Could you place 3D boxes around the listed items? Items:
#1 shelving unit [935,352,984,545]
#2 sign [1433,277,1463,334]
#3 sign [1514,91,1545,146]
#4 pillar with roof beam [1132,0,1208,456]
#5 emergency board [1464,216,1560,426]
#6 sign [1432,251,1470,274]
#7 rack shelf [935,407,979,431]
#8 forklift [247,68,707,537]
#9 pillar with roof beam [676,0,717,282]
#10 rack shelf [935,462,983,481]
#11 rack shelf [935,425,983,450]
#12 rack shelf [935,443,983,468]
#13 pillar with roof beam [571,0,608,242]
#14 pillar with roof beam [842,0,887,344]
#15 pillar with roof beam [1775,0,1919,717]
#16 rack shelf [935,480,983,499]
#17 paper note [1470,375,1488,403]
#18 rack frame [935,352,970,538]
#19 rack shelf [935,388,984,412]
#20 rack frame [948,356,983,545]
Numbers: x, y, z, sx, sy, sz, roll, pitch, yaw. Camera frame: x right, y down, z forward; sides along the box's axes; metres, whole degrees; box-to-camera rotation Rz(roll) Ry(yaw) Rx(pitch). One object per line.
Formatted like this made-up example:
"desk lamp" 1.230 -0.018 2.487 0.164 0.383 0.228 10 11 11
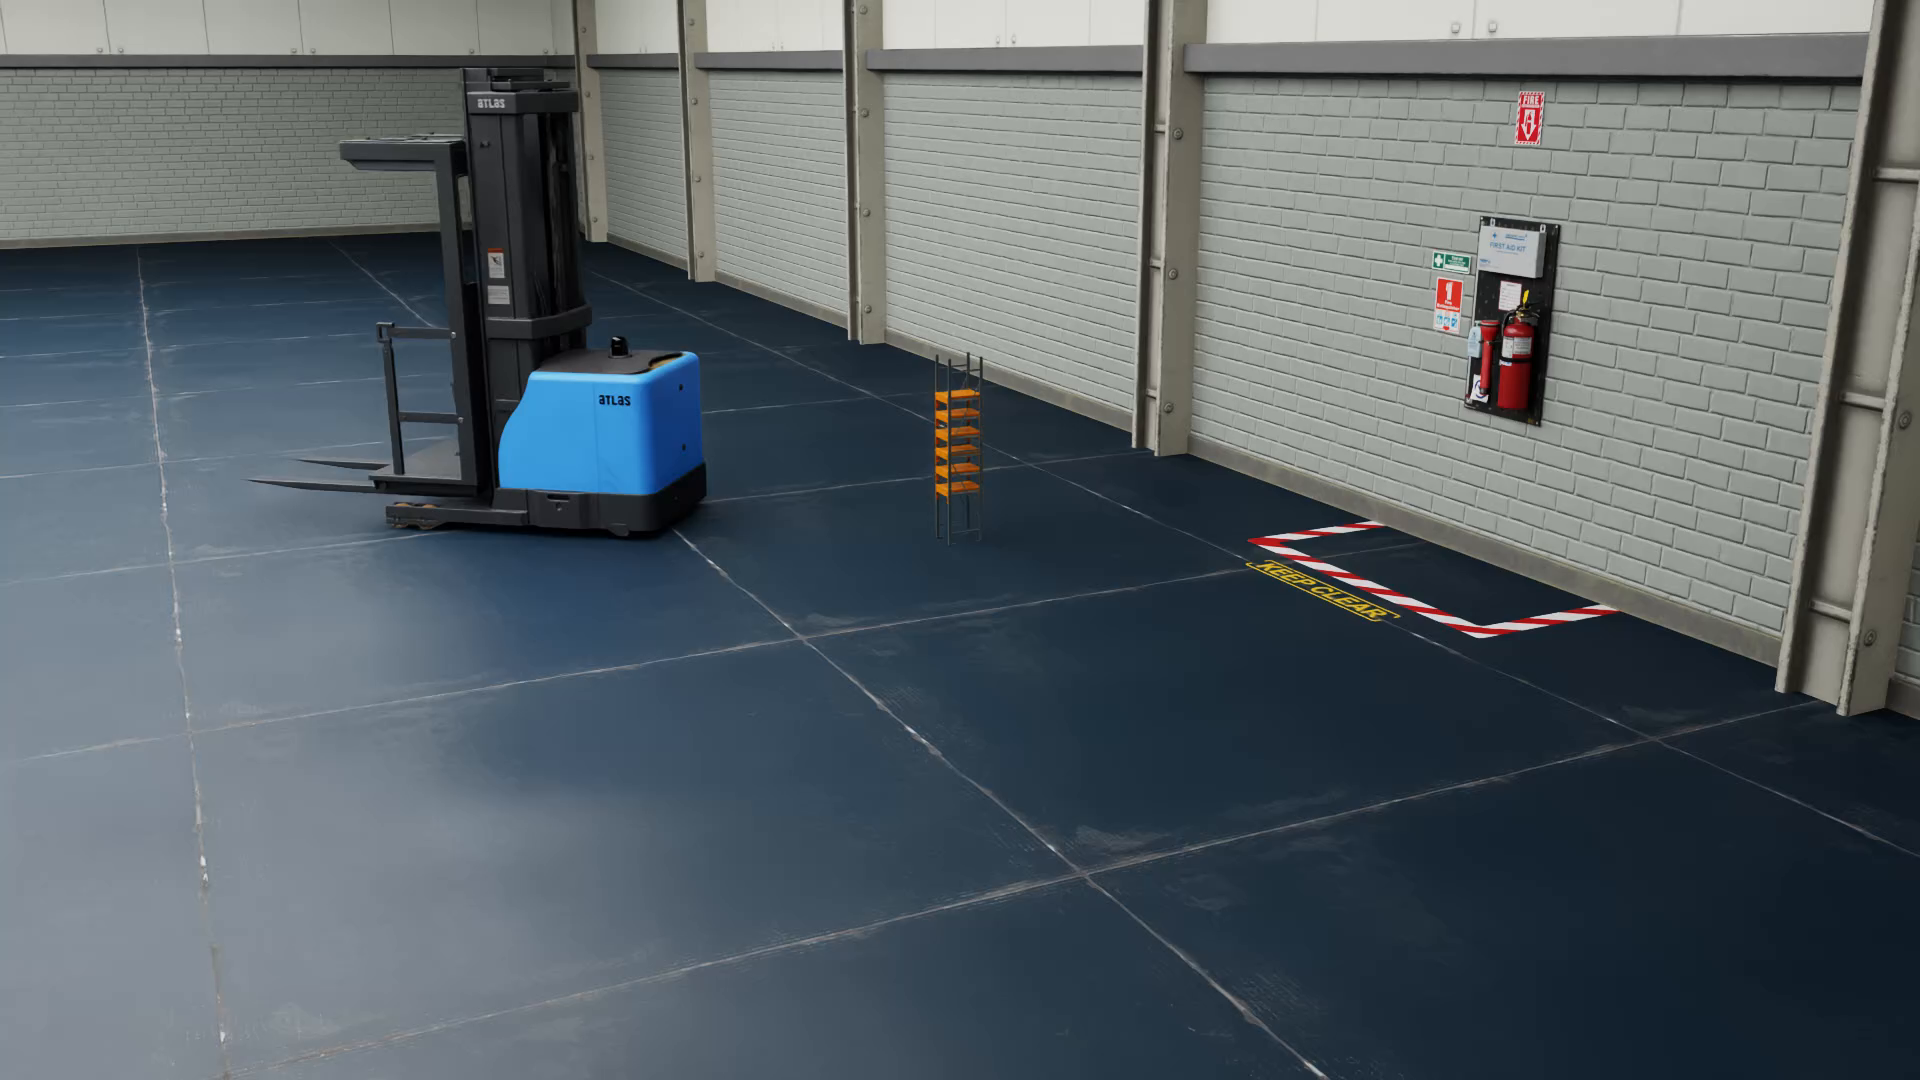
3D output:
"shelving unit" -0.006 -0.580 10.598 0.258 1.200 0.189 -8 18 -25
"sign" 3.033 -1.459 10.333 0.001 0.329 0.234 -8 18 -25
"sign" 3.269 -2.421 9.546 0.001 0.298 0.199 -8 18 -25
"pillar with roof beam" -2.267 -4.526 10.210 9.100 9.000 0.400 -8 18 -25
"emergency board" 3.183 -1.293 9.817 0.194 1.169 0.643 -8 18 -25
"sign" 3.027 -1.712 10.253 0.001 0.109 0.331 -8 18 -25
"rack shelf" -0.006 -0.768 10.544 0.258 0.103 0.180 -8 18 -25
"forklift" -3.332 -1.614 11.062 3.031 2.935 1.130 3 16 11
"pillar with roof beam" -7.524 -7.502 20.579 9.100 9.000 0.400 -8 18 -25
"rack shelf" -0.006 -0.422 10.643 0.258 0.103 0.180 -8 18 -25
"rack shelf" -0.006 -0.653 10.577 0.258 0.103 0.180 -8 18 -25
"rack shelf" -0.006 -0.538 10.610 0.258 0.103 0.180 -8 18 -25
"pillar with roof beam" -10.153 -8.990 25.763 9.100 9.000 0.400 -8 18 -25
"pillar with roof beam" -4.896 -6.014 15.394 9.100 9.000 0.400 -8 18 -25
"pillar with roof beam" 0.361 -3.039 5.026 9.100 9.000 0.400 -8 18 -25
"rack shelf" -0.006 -0.307 10.676 0.258 0.103 0.180 -8 18 -25
"paper note" 3.167 -0.921 10.121 0.016 0.148 0.142 -8 18 -25
"rack frame" -0.046 -0.603 10.677 0.240 1.200 0.006 -8 18 -25
"rack shelf" -0.006 -0.884 10.511 0.258 0.103 0.180 -8 18 -25
"rack frame" 0.034 -0.558 10.519 0.240 1.200 0.006 -8 18 -25
